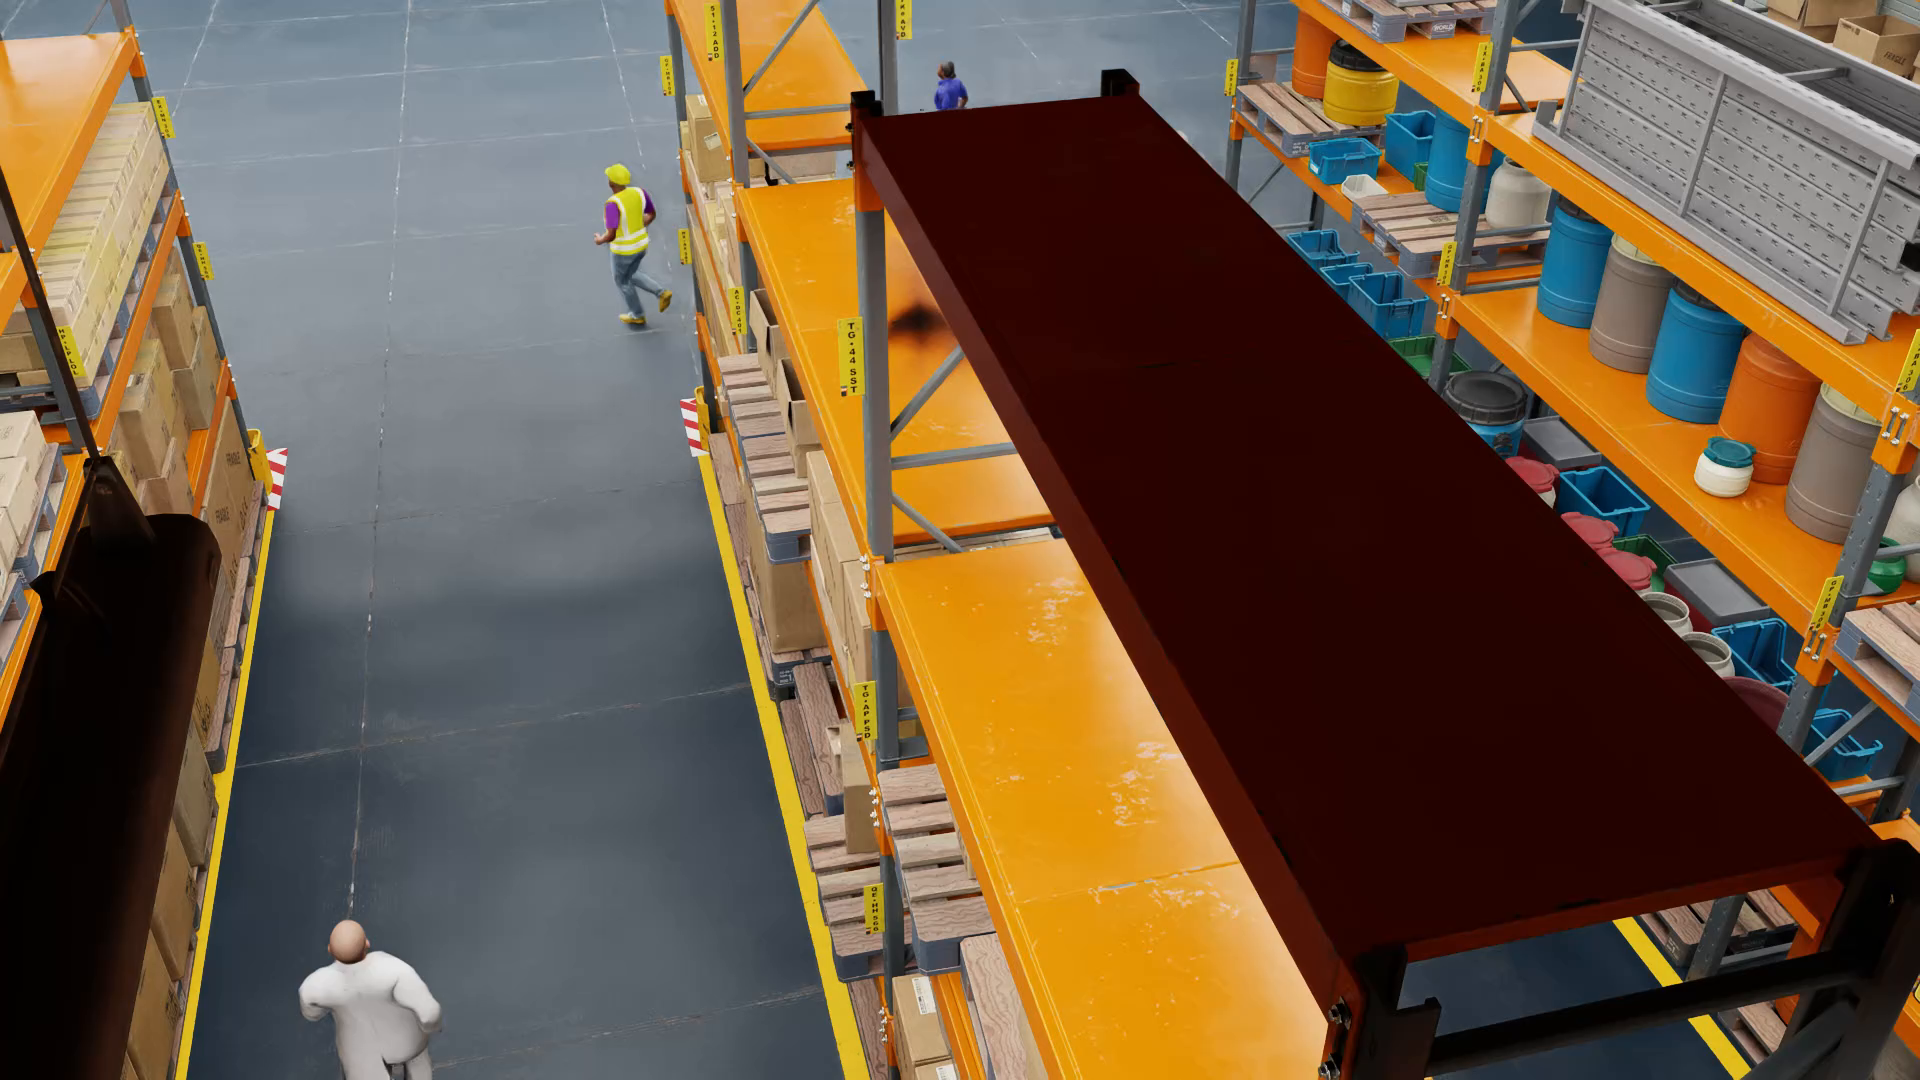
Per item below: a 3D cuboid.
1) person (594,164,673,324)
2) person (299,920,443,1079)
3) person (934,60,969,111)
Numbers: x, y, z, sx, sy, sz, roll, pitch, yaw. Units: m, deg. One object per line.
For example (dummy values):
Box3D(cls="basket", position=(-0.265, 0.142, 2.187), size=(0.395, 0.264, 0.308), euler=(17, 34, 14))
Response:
Box3D(cls="person", position=(-3.347, -2.971, 16.917), size=(0.635, 1.737, 0.693), euler=(16, 38, 22))
Box3D(cls="person", position=(-3.029, 2.602, 8.737), size=(0.683, 1.783, 0.748), euler=(-11, 36, -16))
Box3D(cls="person", position=(-0.158, -4.894, 19.900), size=(0.578, 1.532, 0.567), euler=(11, 36, 15))
